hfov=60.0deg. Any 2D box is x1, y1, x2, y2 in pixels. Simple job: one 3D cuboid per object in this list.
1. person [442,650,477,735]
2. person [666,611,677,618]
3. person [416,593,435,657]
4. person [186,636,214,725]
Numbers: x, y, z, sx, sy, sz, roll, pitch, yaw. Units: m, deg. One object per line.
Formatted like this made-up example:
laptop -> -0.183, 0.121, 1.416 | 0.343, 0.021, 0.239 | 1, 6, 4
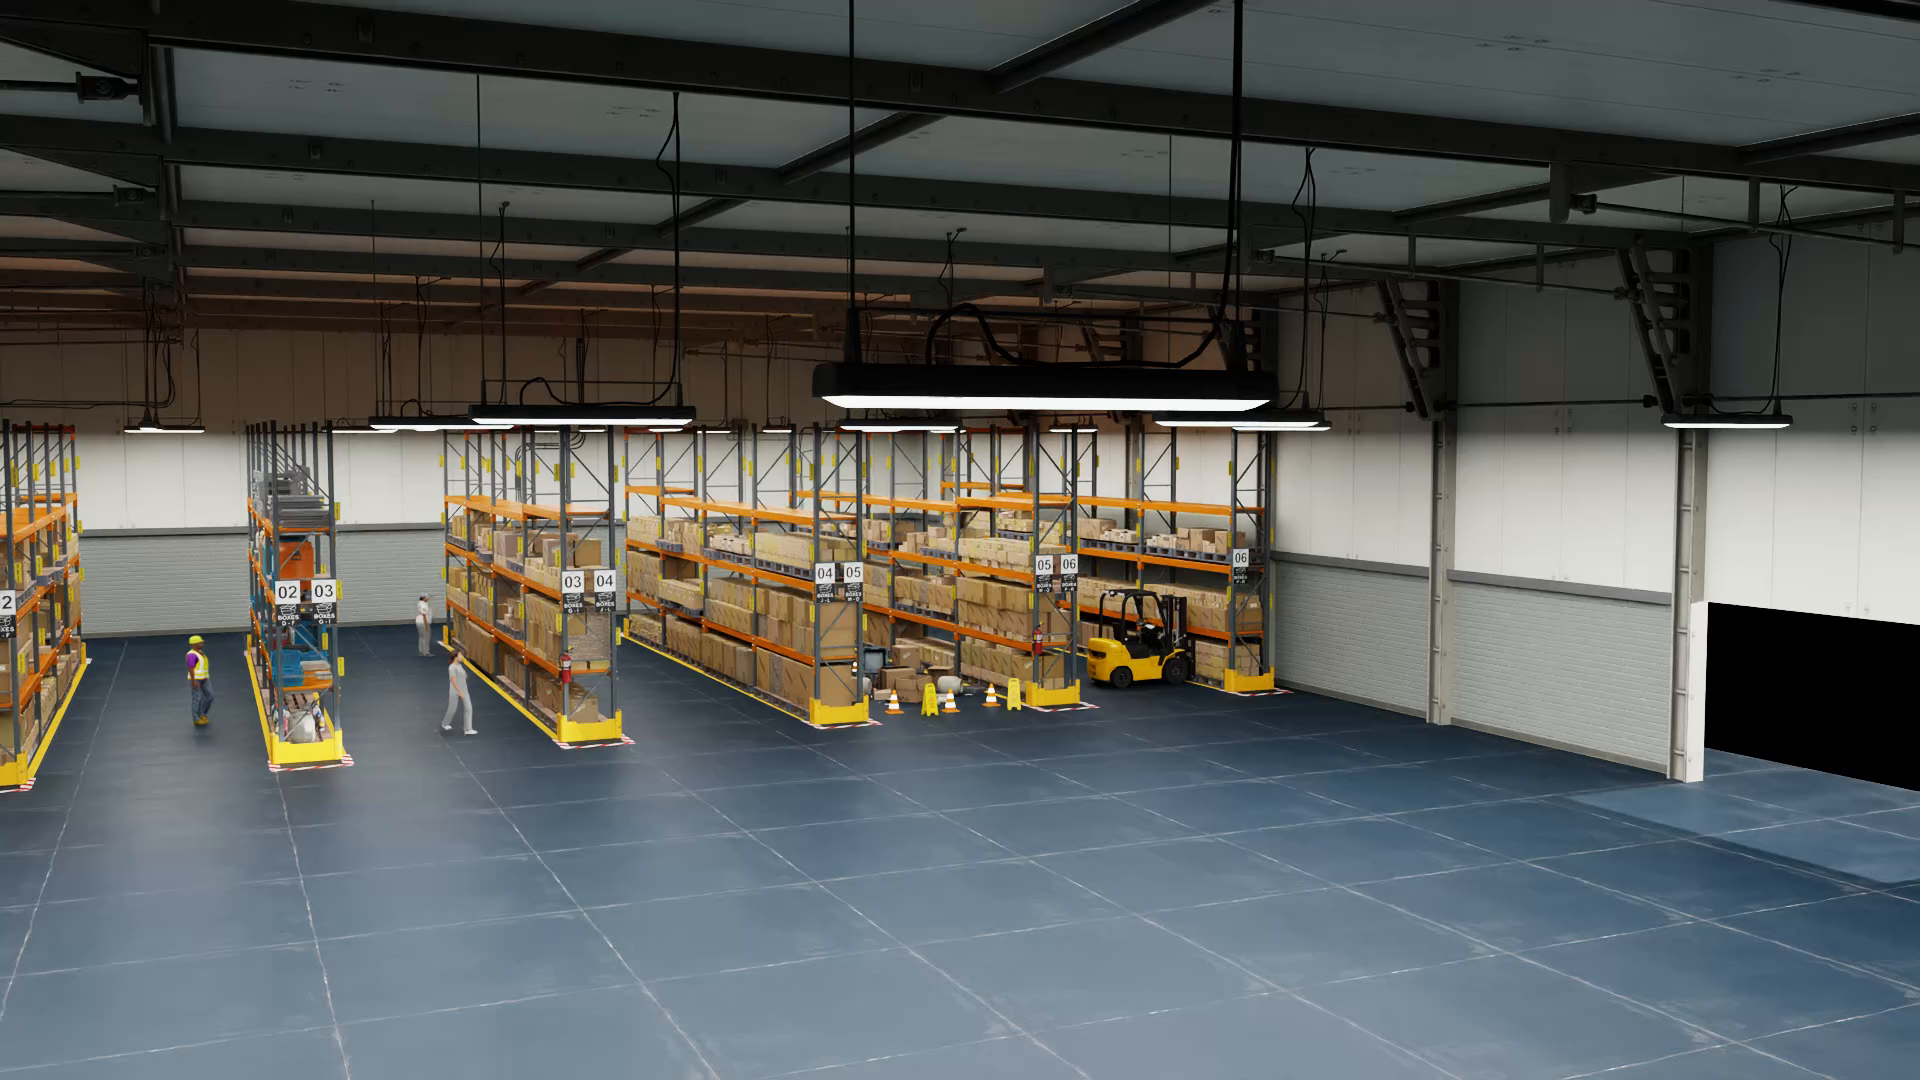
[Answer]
person -> -9.647, 2.916, 31.920 | 0.403, 1.631, 0.967 | -3, 5, -44
person -> -8.484, 1.877, 49.106 | 0.449, 1.569, 0.378 | 1, 4, 14
person -> -13.848, 2.189, 43.065 | 0.416, 1.663, 0.540 | -2, 4, -28
person -> -15.123, 2.788, 33.056 | 0.444, 1.781, 0.624 | 1, 4, 14
